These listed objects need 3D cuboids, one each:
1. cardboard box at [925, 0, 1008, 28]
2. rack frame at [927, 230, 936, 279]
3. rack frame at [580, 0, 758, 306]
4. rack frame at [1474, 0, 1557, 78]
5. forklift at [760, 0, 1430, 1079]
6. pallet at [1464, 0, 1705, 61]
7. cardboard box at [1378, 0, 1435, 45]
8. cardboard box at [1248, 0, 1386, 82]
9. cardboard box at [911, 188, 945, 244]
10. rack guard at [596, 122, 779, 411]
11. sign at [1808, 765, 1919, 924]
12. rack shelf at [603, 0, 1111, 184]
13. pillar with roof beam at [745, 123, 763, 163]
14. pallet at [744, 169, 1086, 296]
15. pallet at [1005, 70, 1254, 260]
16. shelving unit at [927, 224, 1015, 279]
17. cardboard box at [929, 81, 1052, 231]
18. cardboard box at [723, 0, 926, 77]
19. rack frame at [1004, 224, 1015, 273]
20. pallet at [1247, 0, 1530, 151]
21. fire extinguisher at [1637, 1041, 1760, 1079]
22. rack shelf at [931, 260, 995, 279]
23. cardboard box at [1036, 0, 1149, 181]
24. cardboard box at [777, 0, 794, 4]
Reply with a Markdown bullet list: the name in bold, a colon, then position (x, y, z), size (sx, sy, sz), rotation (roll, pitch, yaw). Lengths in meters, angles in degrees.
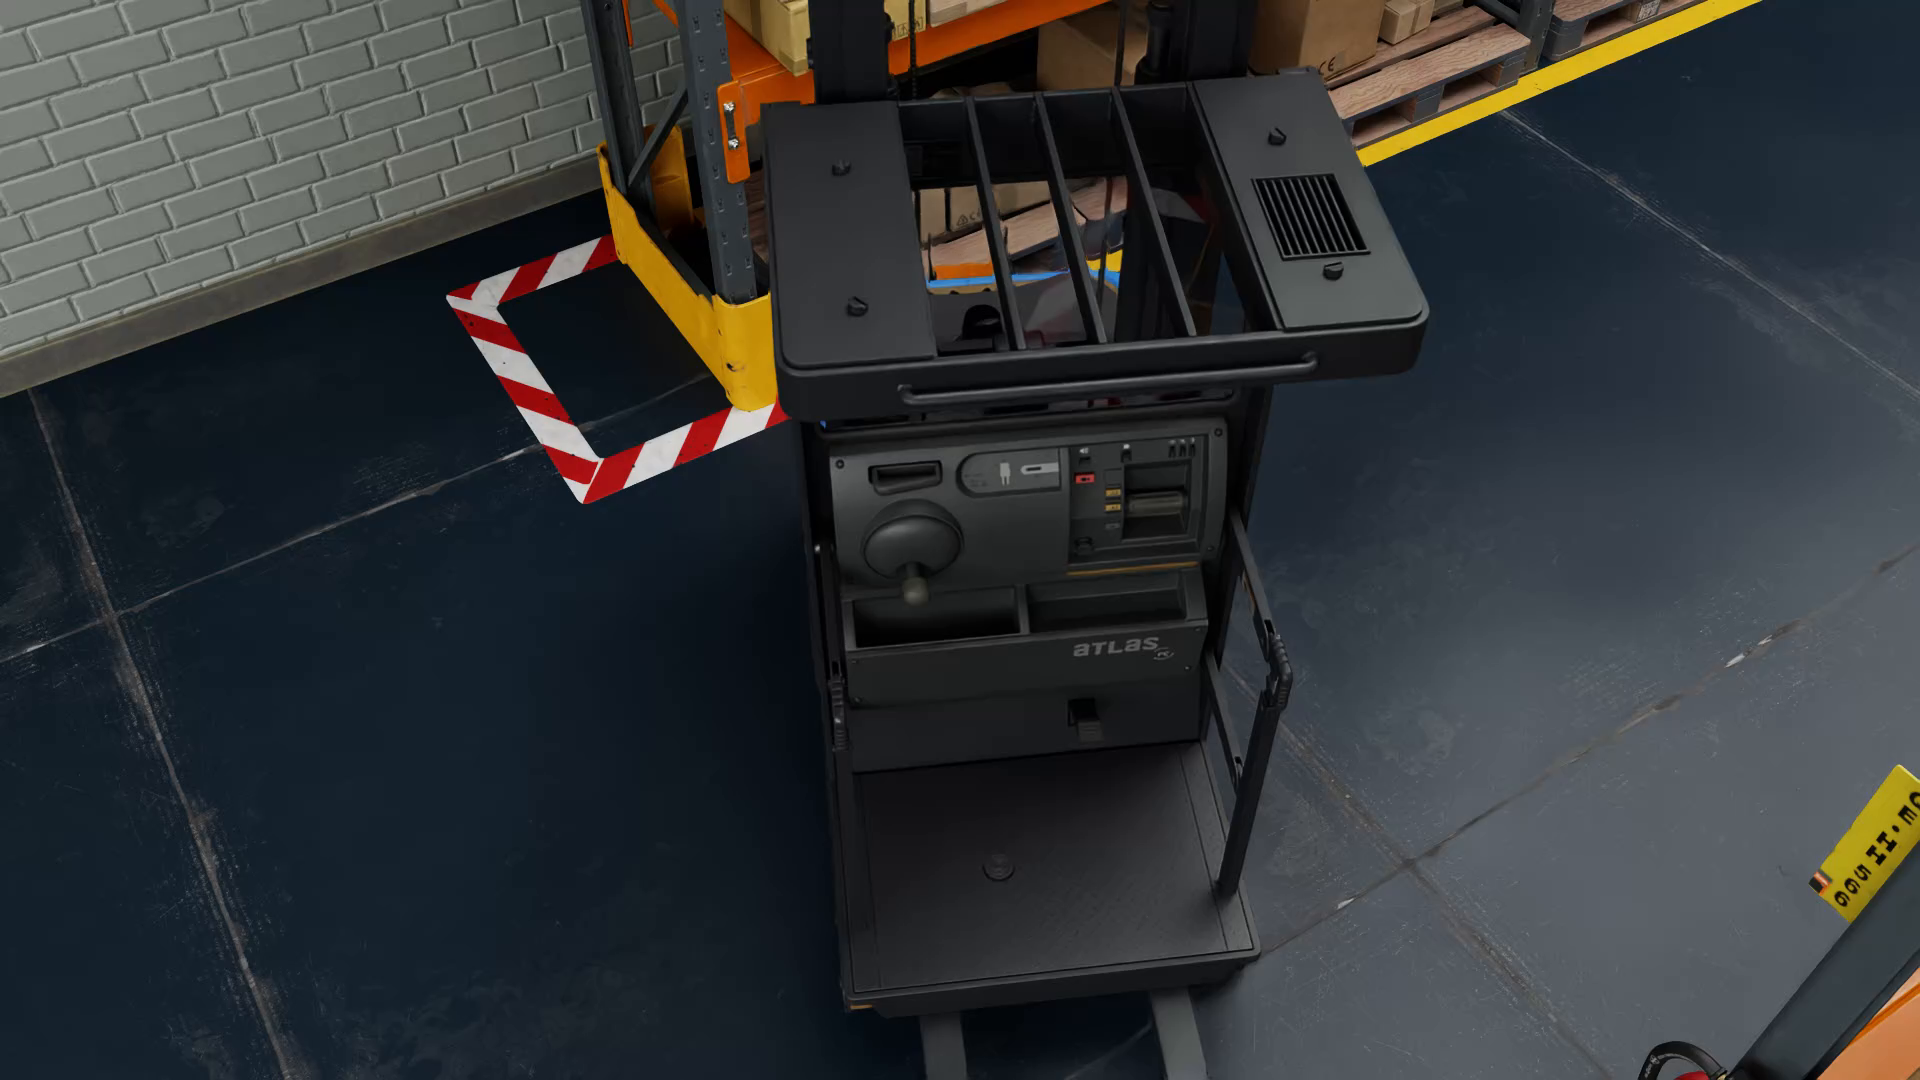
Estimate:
- **cardboard box**: position (-0.024, -2.031, 5.637), size (0.500, 0.250, 0.500), rotation (-27, 54, -22)
- **rack frame**: position (-0.087, -0.548, 5.535), size (0.008, 1.050, 0.200), rotation (-5, 49, -4)
- **rack frame**: position (-1.038, -1.864, 5.401), size (0.127, 3.000, 1.000), rotation (-25, 53, -21)
- **rack frame**: position (2.345, -3.458, 6.821), size (0.127, 3.000, 1.000), rotation (-25, 53, -21)
- **forklift**: position (0.193, 0.034, 3.757), size (1.130, 2.935, 3.031), rotation (-5, 49, -4)
- **pallet**: position (3.003, -2.842, 8.139), size (1.213, 0.211, 1.003), rotation (-25, 53, -21)
- **cardboard box**: position (1.908, -2.430, 7.508), size (0.250, 0.166, 0.380), rotation (-32, 56, -25)
- **cardboard box**: position (1.488, -2.334, 7.199), size (0.500, 0.500, 0.500), rotation (-29, 54, -23)
- **cardboard box**: position (-0.405, -1.335, 6.436), size (0.500, 0.311, 0.500), rotation (-31, 55, -25)
- **rack guard**: position (-0.974, -1.063, 6.362), size (0.348, 0.500, 1.175), rotation (-25, 53, -21)
- **sign**: position (1.330, 0.451, 2.406), size (0.005, 0.325, 0.100), rotation (-25, 53, -21)
- **rack shelf**: position (0.653, -2.422, 6.380), size (4.000, 0.370, 1.077), rotation (-25, 53, -21)
- **pillar with roof beam**: position (1.389, -1.965, 1.474), size (0.400, 9.000, 9.100), rotation (-25, 53, -21)
- **pallet**: position (-0.268, -1.268, 6.738), size (1.213, 0.211, 1.003), rotation (-25, 53, -21)
- **pallet**: position (0.763, -1.751, 7.168), size (1.213, 0.211, 1.003), rotation (-25, 53, -21)
- **shelving unit**: position (0.034, -0.559, 5.545), size (0.252, 1.050, 0.215), rotation (-5, 49, -4)
- **cardboard box**: position (0.077, -1.562, 6.638), size (0.500, 0.311, 0.500), rotation (-21, 52, -18)
- **cardboard box**: position (-0.456, -1.815, 5.444), size (0.500, 0.250, 0.500), rotation (-27, 54, -22)
- **rack frame**: position (0.155, -0.569, 5.554), size (0.008, 1.050, 0.200), rotation (-5, 49, -4)
- **pallet**: position (1.796, -2.240, 7.604), size (1.213, 0.211, 1.003), rotation (-25, 53, -21)
- **fire extinguisher**: position (1.260, 1.043, 2.865), size (0.183, 0.674, 0.296), rotation (-25, 53, -21)
- **rack shelf**: position (0.034, -0.741, 5.341), size (0.240, 0.259, 0.215), rotation (-5, 49, -4)
- **cardboard box**: position (0.724, -1.886, 6.800), size (0.500, 0.500, 0.700), rotation (-28, 54, -23)
- **cardboard box**: position (-0.474, -2.070, 5.170), size (0.500, 0.500, 0.500), rotation (-25, 53, -21)
